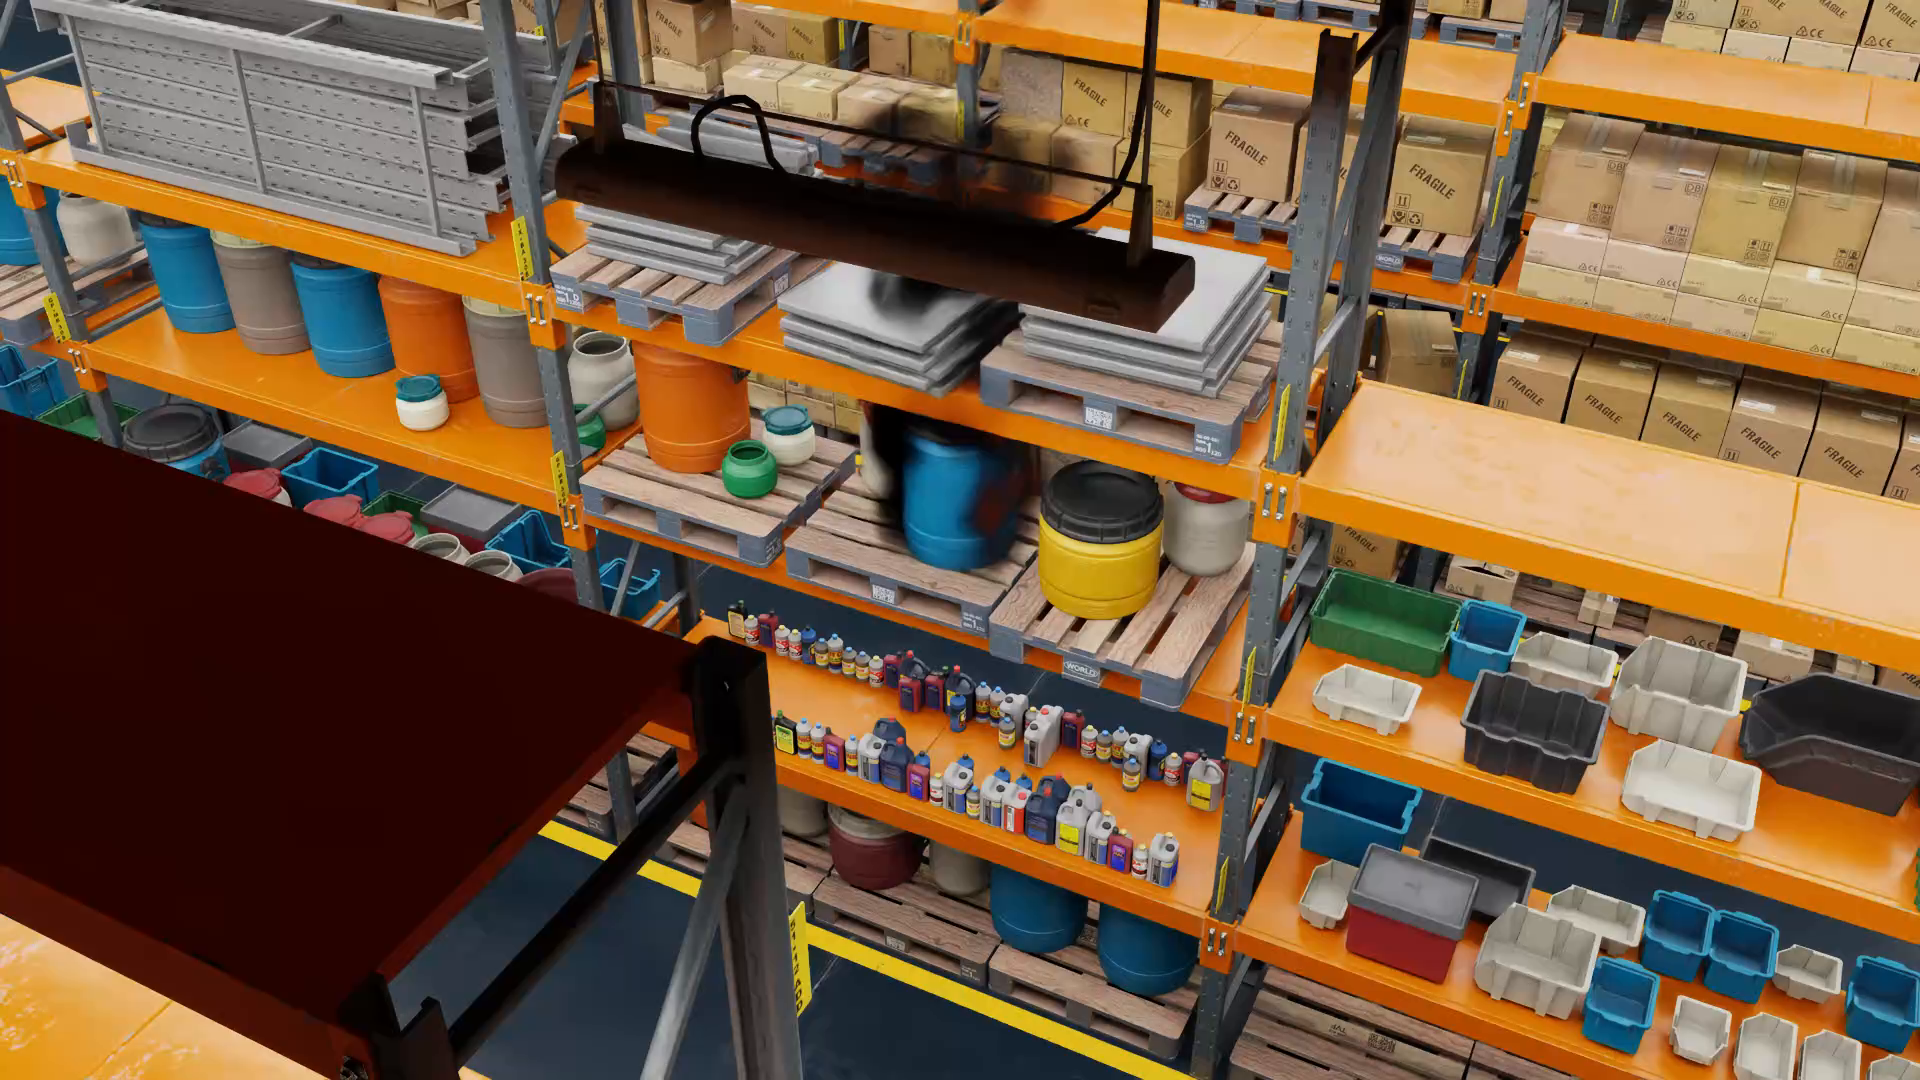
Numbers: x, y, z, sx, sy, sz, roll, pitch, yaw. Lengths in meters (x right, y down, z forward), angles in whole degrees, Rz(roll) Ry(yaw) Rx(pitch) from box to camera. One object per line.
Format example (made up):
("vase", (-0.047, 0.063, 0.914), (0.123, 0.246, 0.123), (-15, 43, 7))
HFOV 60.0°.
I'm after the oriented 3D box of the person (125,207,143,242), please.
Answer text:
("person", (-8.974, -3.580, 17.552), (0.613, 1.663, 0.607), (-16, 38, -22))
